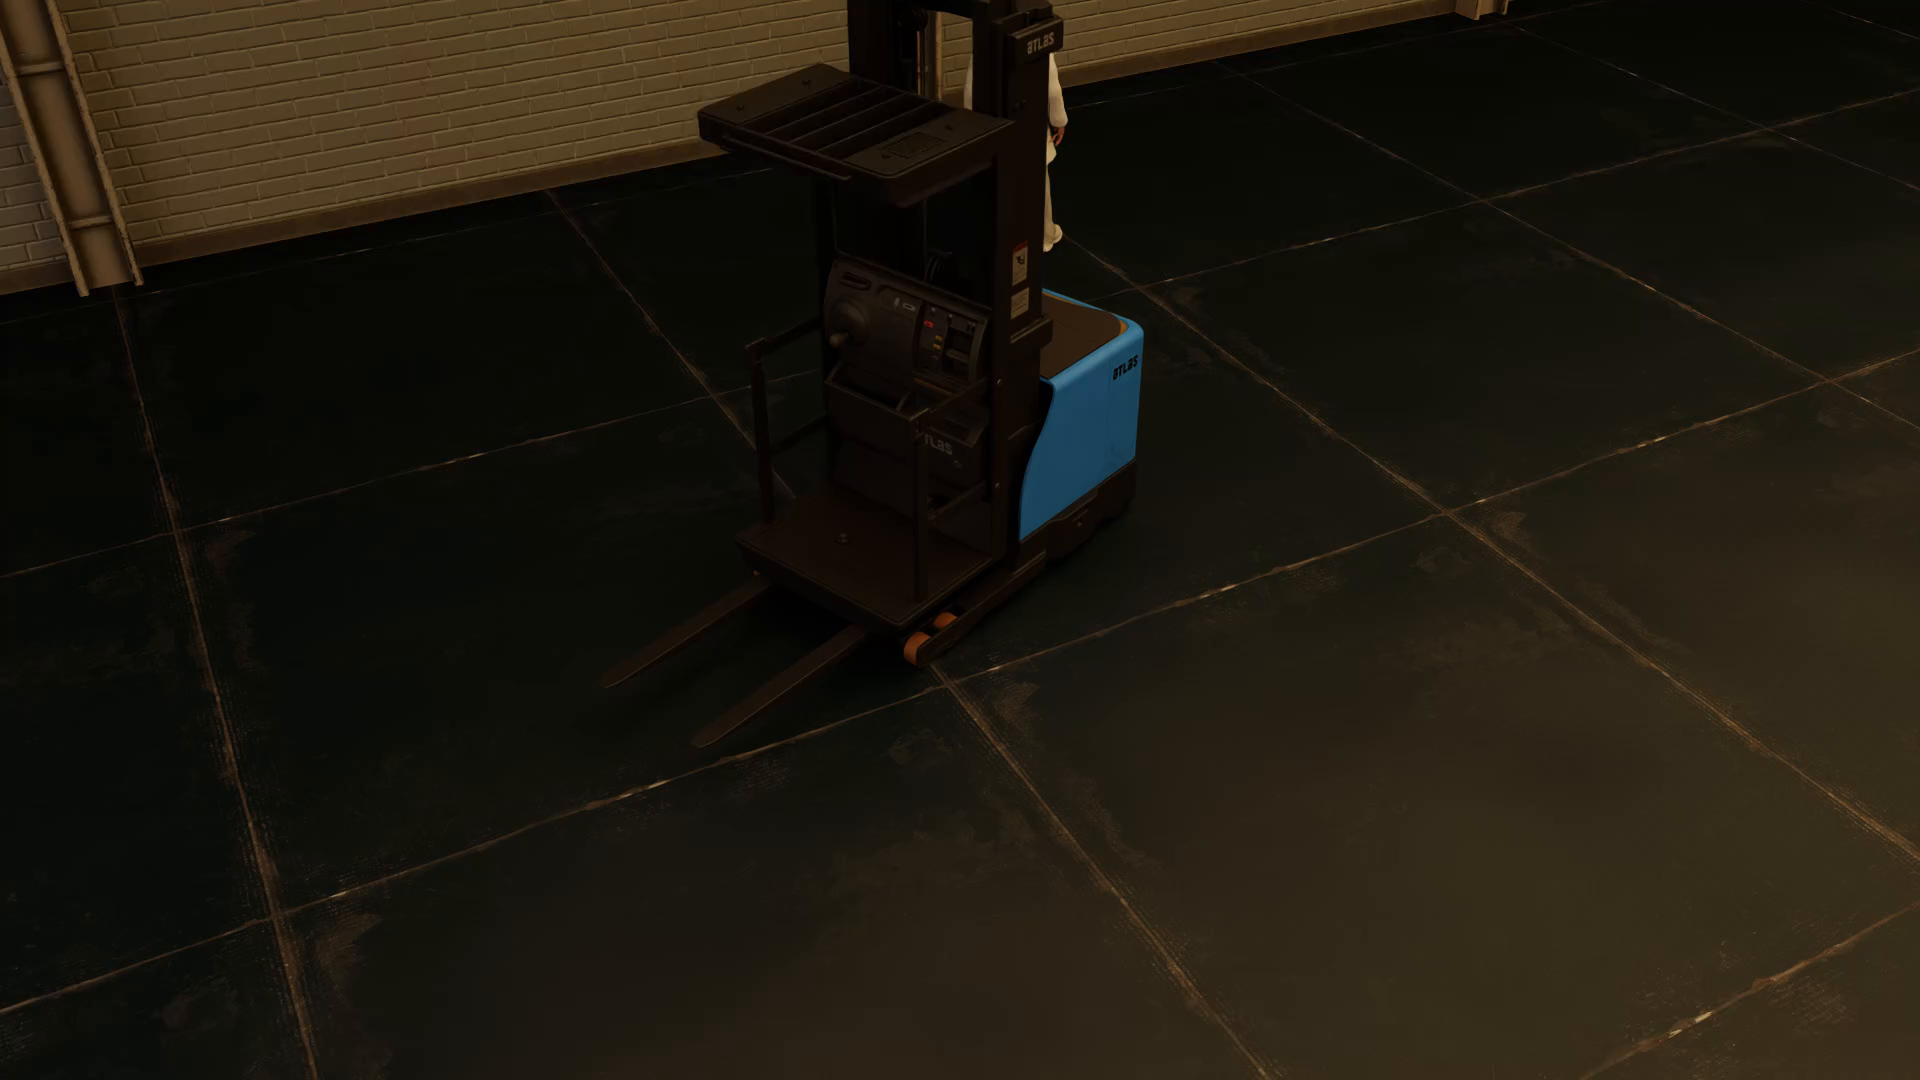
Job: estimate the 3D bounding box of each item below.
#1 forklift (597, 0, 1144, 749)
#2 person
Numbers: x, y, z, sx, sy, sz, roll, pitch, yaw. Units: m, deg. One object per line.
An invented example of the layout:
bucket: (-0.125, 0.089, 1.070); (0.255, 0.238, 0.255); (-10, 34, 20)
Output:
forklift: (-0.390, -0.927, 7.434); (1.130, 2.935, 3.031); (26, 43, 31)
person: (0.370, -2.750, 11.001); (0.694, 1.777, 0.580); (4, 35, 6)
